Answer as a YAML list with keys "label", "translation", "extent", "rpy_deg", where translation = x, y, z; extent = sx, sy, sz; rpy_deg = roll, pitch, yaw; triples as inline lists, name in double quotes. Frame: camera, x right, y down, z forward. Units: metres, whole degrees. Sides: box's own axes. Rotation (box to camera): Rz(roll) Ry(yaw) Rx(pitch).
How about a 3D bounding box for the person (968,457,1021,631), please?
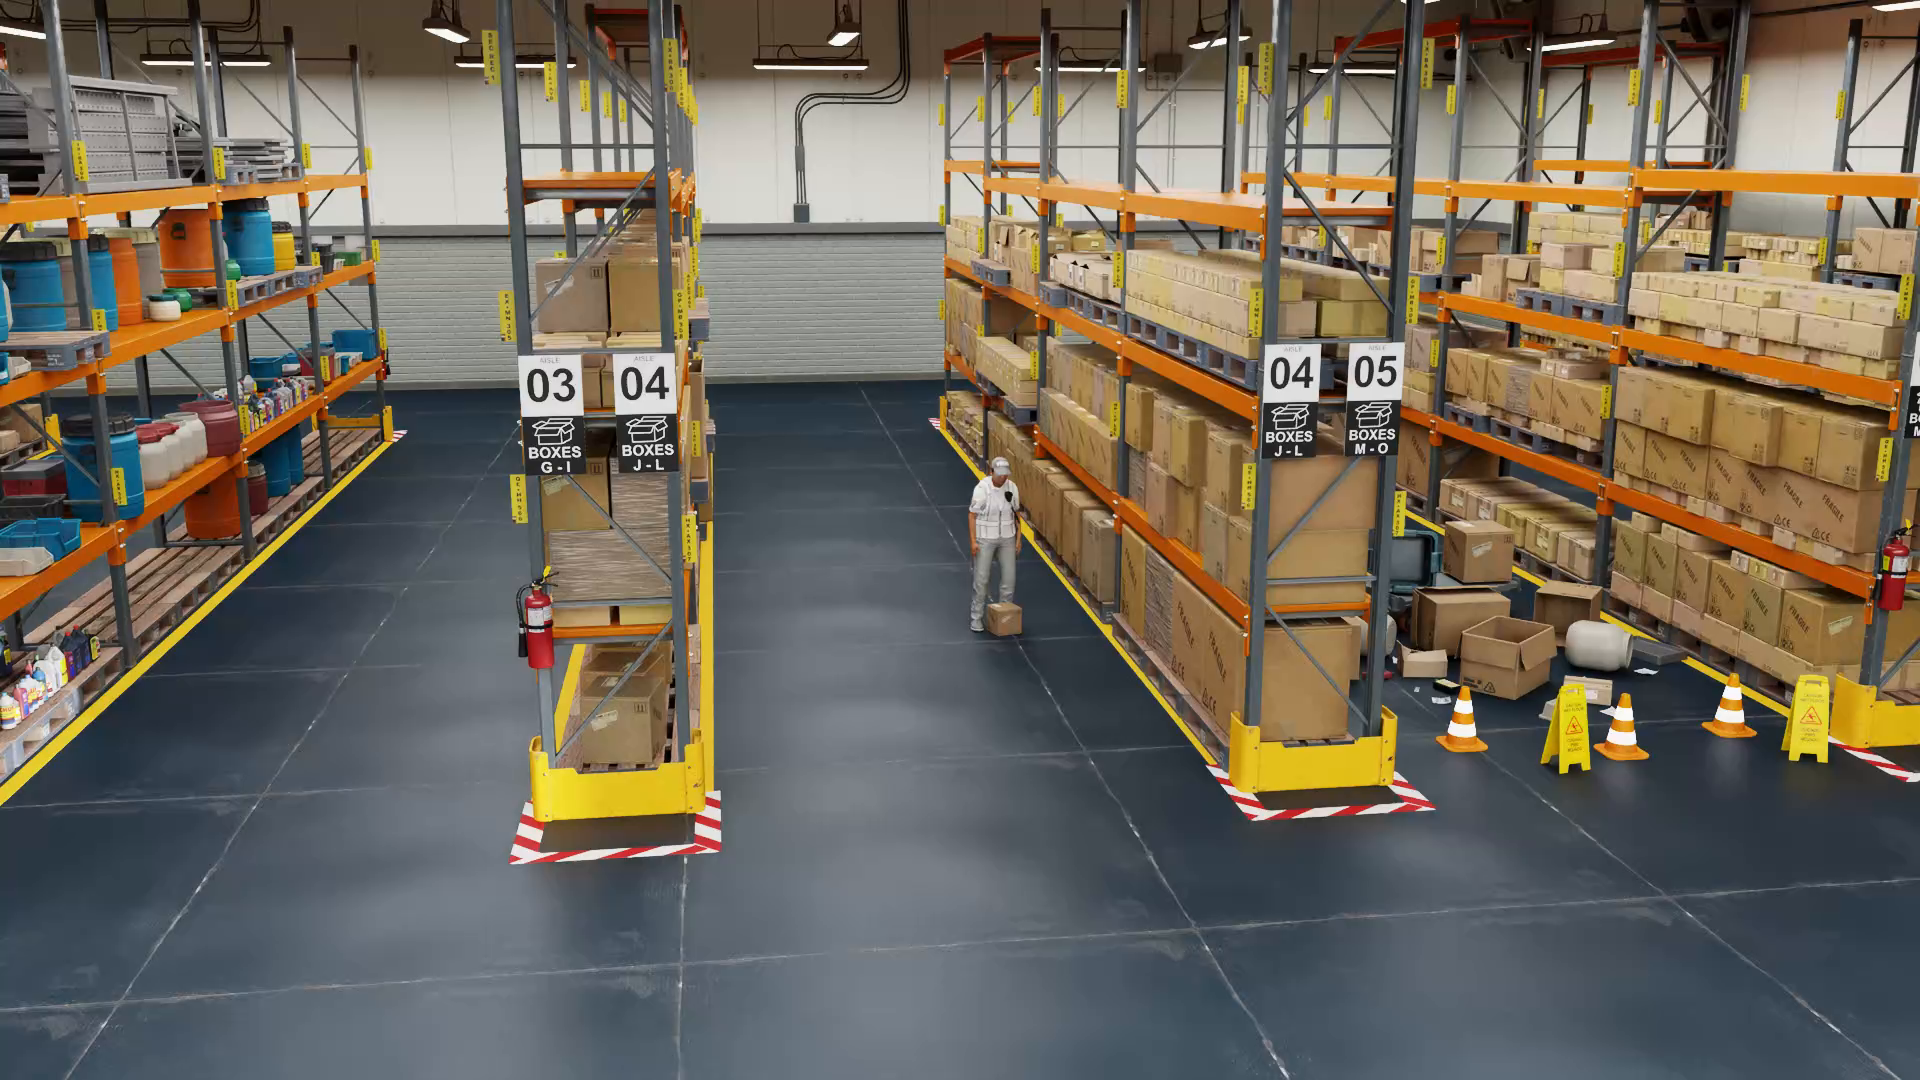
- label: "person"
  translation: [0.336, 0.018, 15.897]
  extent: [0.538, 1.666, 0.468]
  rpy_deg: [-4, 14, -18]
